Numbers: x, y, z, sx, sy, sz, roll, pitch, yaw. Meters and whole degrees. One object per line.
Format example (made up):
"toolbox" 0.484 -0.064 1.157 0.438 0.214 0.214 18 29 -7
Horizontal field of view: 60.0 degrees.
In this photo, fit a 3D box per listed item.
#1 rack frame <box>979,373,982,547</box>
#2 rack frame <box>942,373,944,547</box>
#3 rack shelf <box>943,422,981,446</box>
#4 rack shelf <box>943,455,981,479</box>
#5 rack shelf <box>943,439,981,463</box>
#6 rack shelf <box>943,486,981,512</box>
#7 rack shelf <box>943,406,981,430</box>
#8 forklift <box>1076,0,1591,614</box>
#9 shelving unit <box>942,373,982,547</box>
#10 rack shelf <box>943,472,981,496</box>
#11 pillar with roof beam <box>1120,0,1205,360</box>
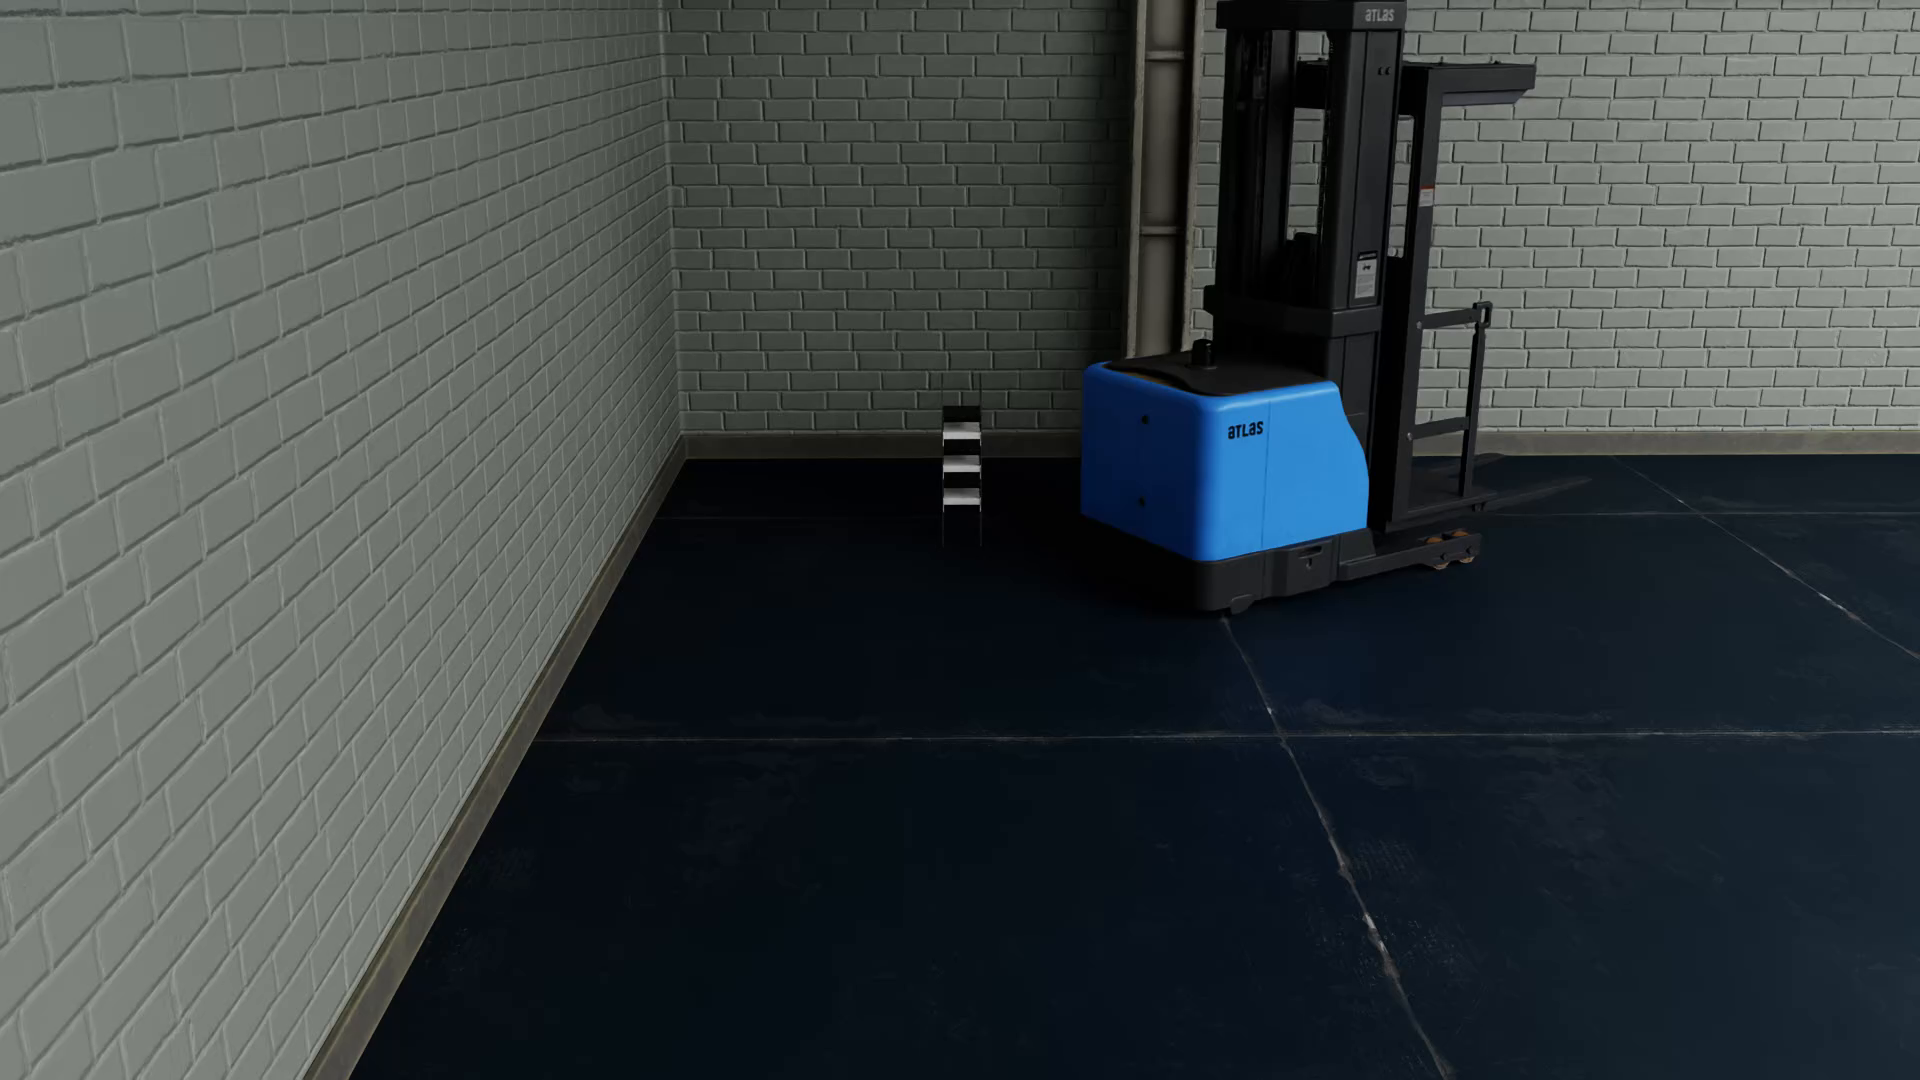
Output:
"rack frame" 0.110 -0.429 8.912 0.006 0.900 0.240 0 18 -1
"rack frame" -0.094 -0.428 8.909 0.006 0.900 0.240 0 18 -1
"rack shelf" 0.008 -0.568 8.865 0.200 0.077 0.258 0 18 -1
"rack shelf" 0.008 -0.397 8.920 0.200 0.077 0.258 0 18 -1
"rack shelf" 0.008 -0.482 8.893 0.200 0.077 0.258 0 18 -1
"rack shelf" 0.008 -0.225 8.975 0.200 0.077 0.258 0 18 -1
"rack shelf" 0.008 -0.654 8.838 0.200 0.077 0.258 0 18 -1
"forklift" 2.114 -1.365 8.506 3.031 2.935 1.130 -11 21 -31
"shelving unit" 0.008 -0.429 8.910 0.210 0.900 0.258 0 18 -1
"rack shelf" 0.008 -0.311 8.948 0.200 0.077 0.258 0 18 -1
"pillar with roof beam" 1.283 -3.468 5.127 0.400 9.000 9.100 0 18 -1
